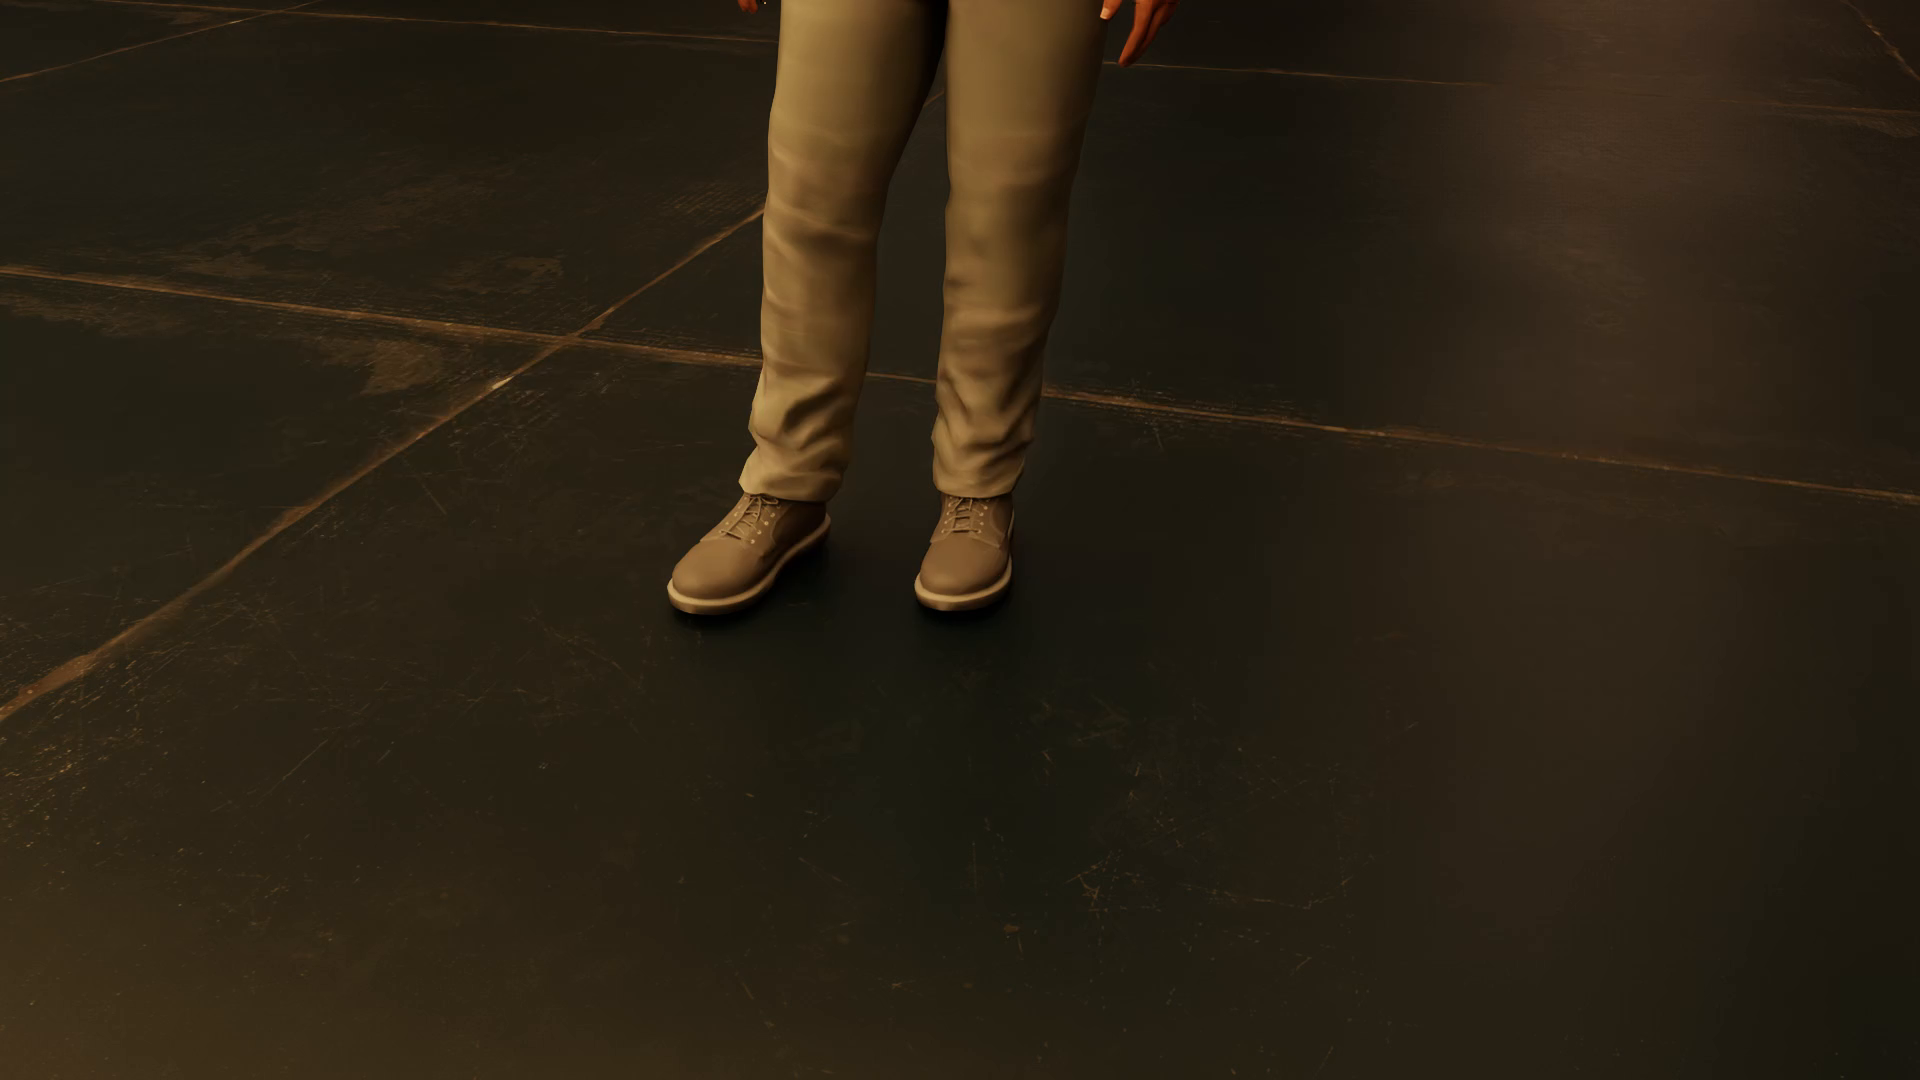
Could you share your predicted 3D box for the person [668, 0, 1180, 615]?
[{"bbox_3d":[-0.034,-0.768,2.029,0.641,1.779,0.574,8,28,16],"label":"person"}]
